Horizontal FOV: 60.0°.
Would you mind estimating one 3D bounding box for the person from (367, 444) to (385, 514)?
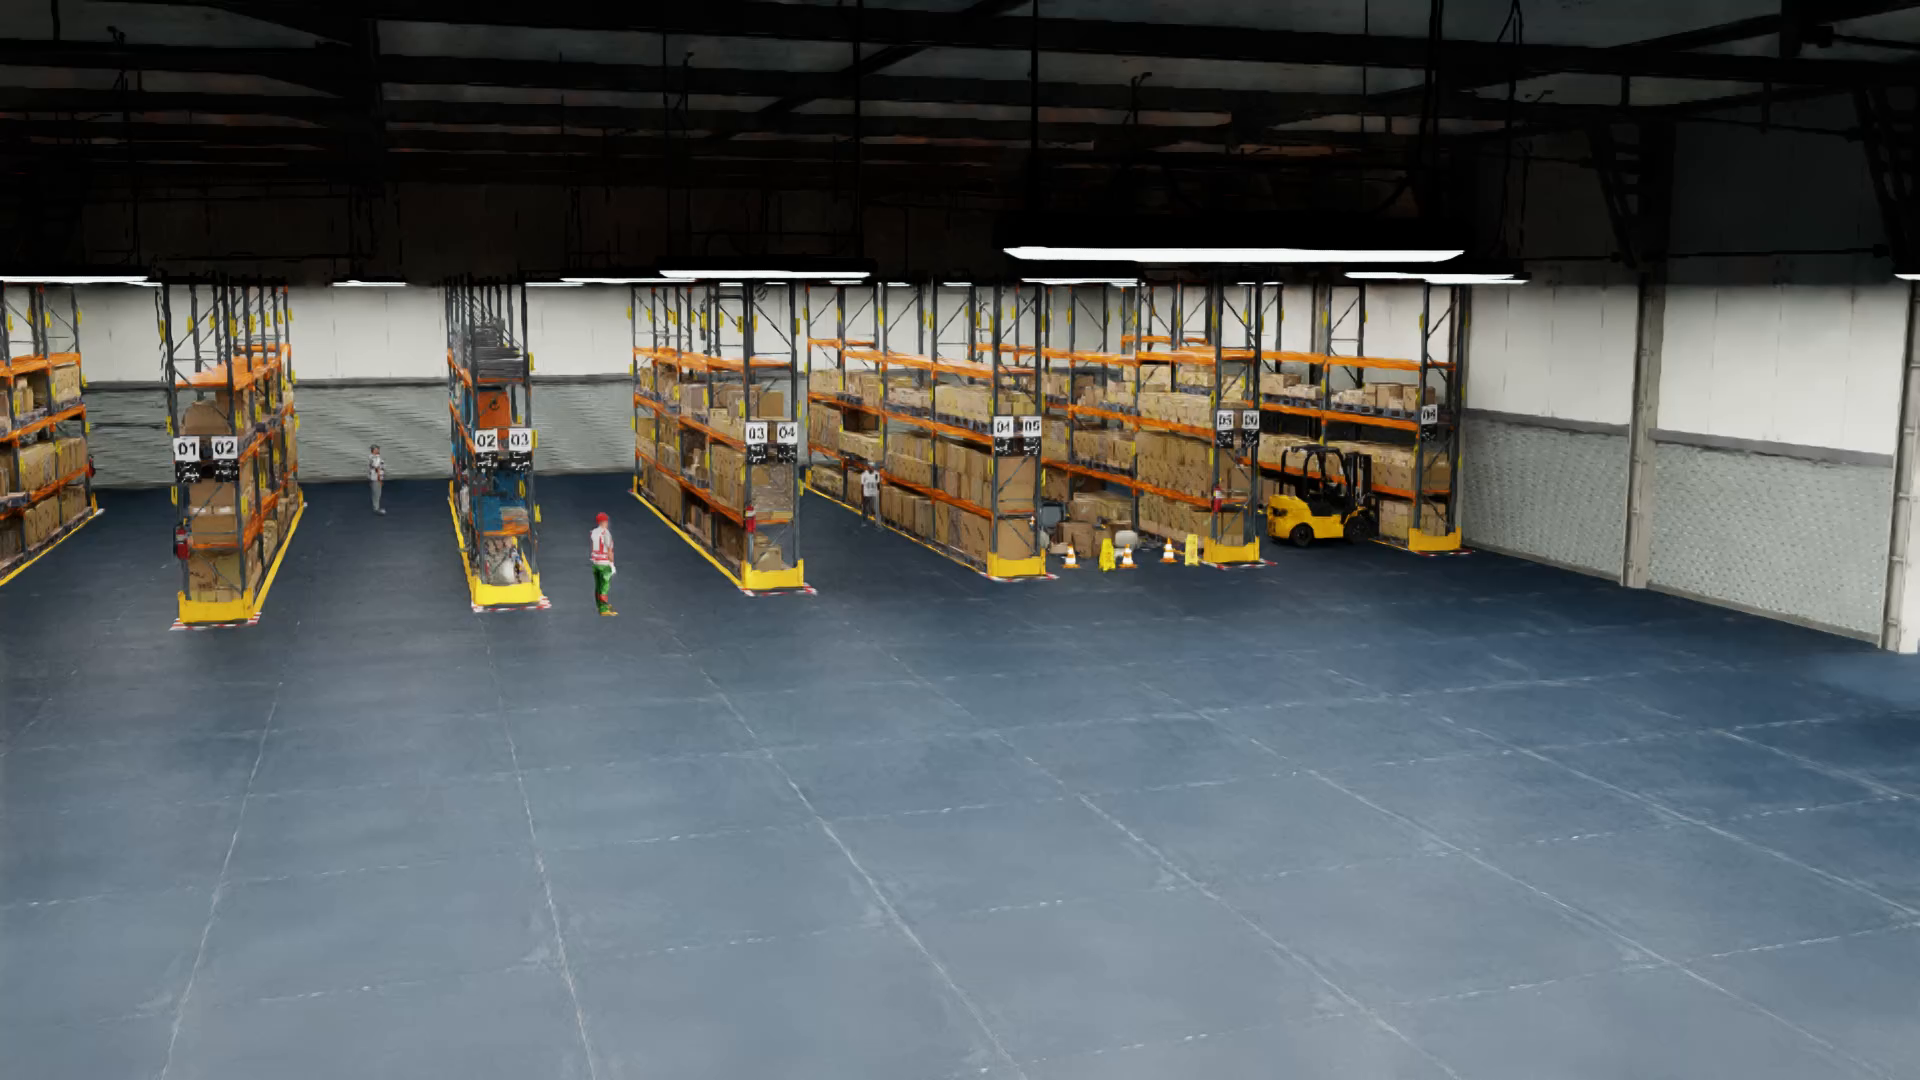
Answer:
[{"bbox_3d":[-14.923,-1.578,42.542,0.429,1.763,0.647,-6,11,-36],"label":"person"}]

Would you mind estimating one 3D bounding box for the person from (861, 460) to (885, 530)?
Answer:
[{"bbox_3d":[-2.032,-1.046,37.764,0.456,1.589,1.081,-2,9,-16],"label":"person"}]

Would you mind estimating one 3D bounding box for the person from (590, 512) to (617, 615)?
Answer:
[{"bbox_3d":[-6.274,0.402,29.369,0.625,1.794,0.468,8,12,44],"label":"person"}]

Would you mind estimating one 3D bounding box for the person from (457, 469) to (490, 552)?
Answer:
[{"bbox_3d":[-10.287,-0.618,35.009,0.600,1.761,0.716,-6,10,-33],"label":"person"}]
